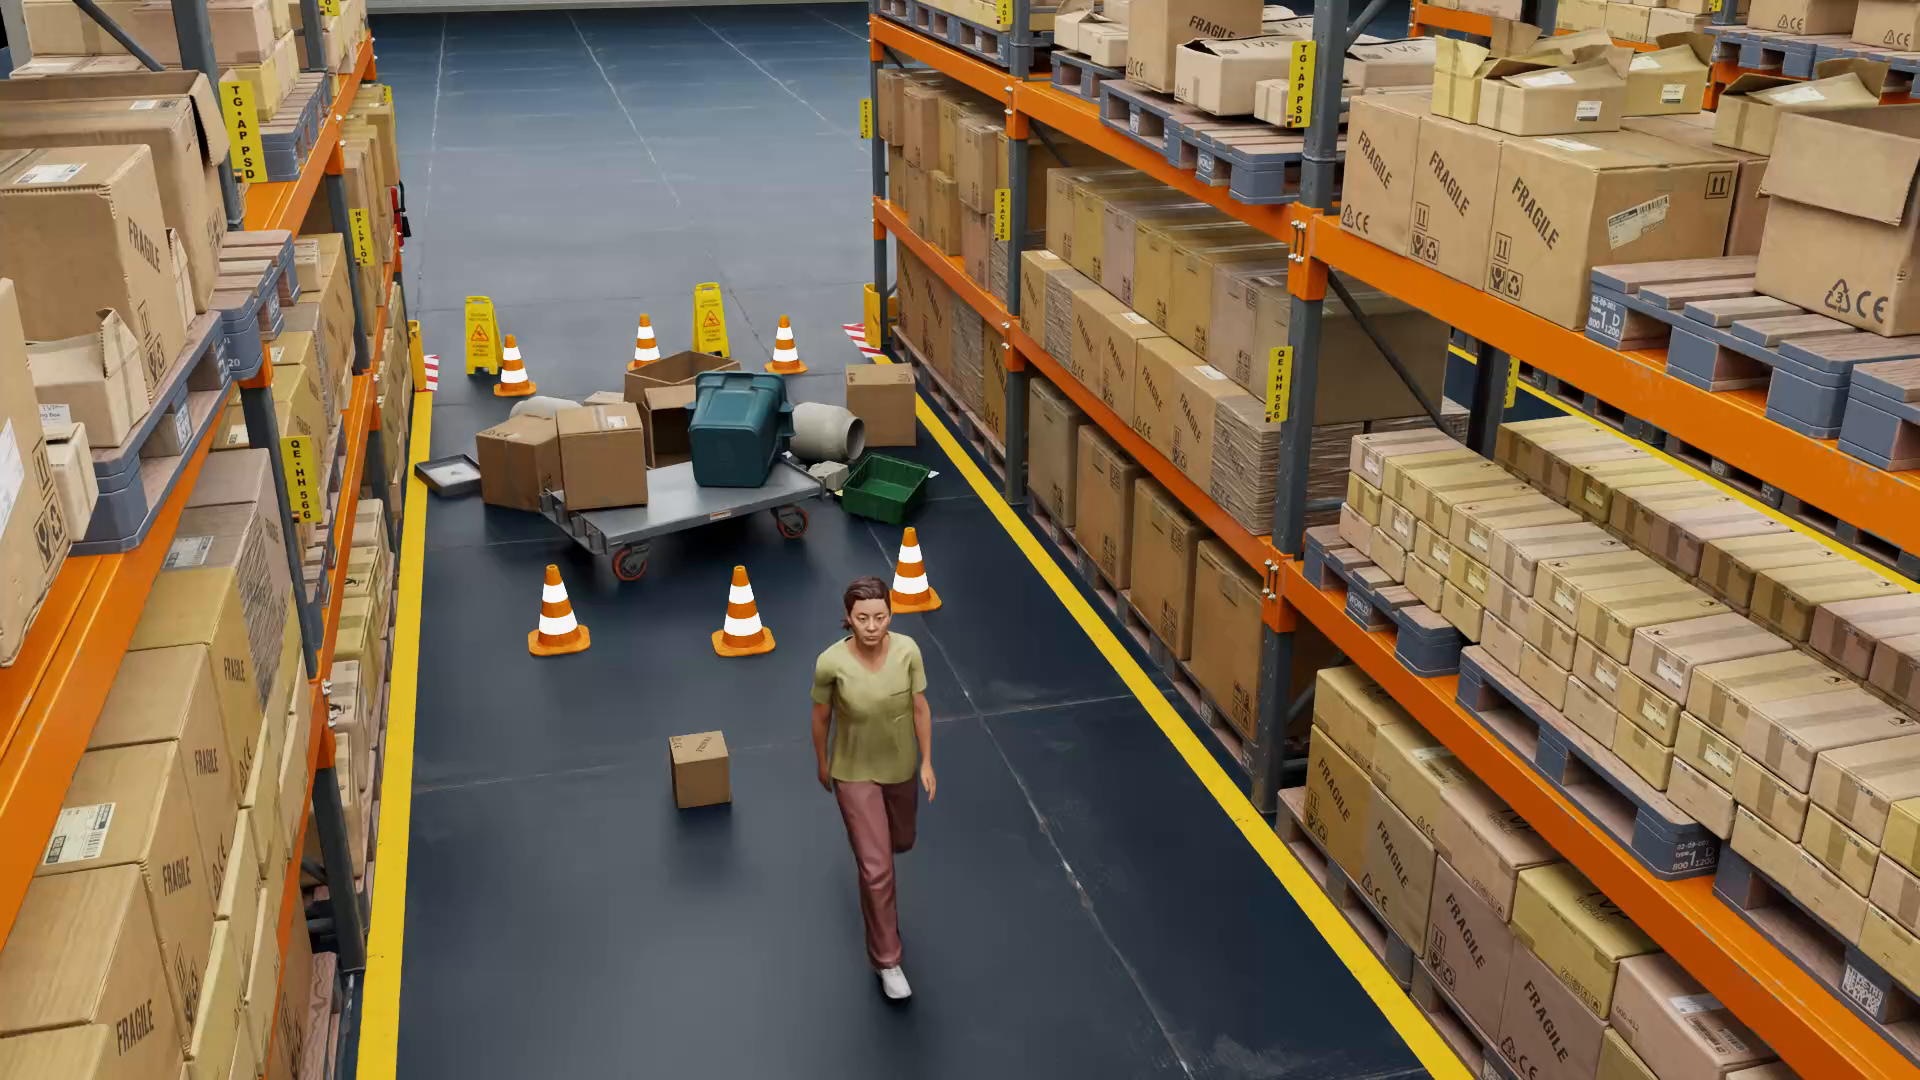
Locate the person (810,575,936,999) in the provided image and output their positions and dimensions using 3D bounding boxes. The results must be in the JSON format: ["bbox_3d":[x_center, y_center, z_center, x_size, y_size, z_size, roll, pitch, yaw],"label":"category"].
[{"bbox_3d":[-0.347,0.876,6.535,0.453,1.630,0.960,-9,25,-20],"label":"person"}]
